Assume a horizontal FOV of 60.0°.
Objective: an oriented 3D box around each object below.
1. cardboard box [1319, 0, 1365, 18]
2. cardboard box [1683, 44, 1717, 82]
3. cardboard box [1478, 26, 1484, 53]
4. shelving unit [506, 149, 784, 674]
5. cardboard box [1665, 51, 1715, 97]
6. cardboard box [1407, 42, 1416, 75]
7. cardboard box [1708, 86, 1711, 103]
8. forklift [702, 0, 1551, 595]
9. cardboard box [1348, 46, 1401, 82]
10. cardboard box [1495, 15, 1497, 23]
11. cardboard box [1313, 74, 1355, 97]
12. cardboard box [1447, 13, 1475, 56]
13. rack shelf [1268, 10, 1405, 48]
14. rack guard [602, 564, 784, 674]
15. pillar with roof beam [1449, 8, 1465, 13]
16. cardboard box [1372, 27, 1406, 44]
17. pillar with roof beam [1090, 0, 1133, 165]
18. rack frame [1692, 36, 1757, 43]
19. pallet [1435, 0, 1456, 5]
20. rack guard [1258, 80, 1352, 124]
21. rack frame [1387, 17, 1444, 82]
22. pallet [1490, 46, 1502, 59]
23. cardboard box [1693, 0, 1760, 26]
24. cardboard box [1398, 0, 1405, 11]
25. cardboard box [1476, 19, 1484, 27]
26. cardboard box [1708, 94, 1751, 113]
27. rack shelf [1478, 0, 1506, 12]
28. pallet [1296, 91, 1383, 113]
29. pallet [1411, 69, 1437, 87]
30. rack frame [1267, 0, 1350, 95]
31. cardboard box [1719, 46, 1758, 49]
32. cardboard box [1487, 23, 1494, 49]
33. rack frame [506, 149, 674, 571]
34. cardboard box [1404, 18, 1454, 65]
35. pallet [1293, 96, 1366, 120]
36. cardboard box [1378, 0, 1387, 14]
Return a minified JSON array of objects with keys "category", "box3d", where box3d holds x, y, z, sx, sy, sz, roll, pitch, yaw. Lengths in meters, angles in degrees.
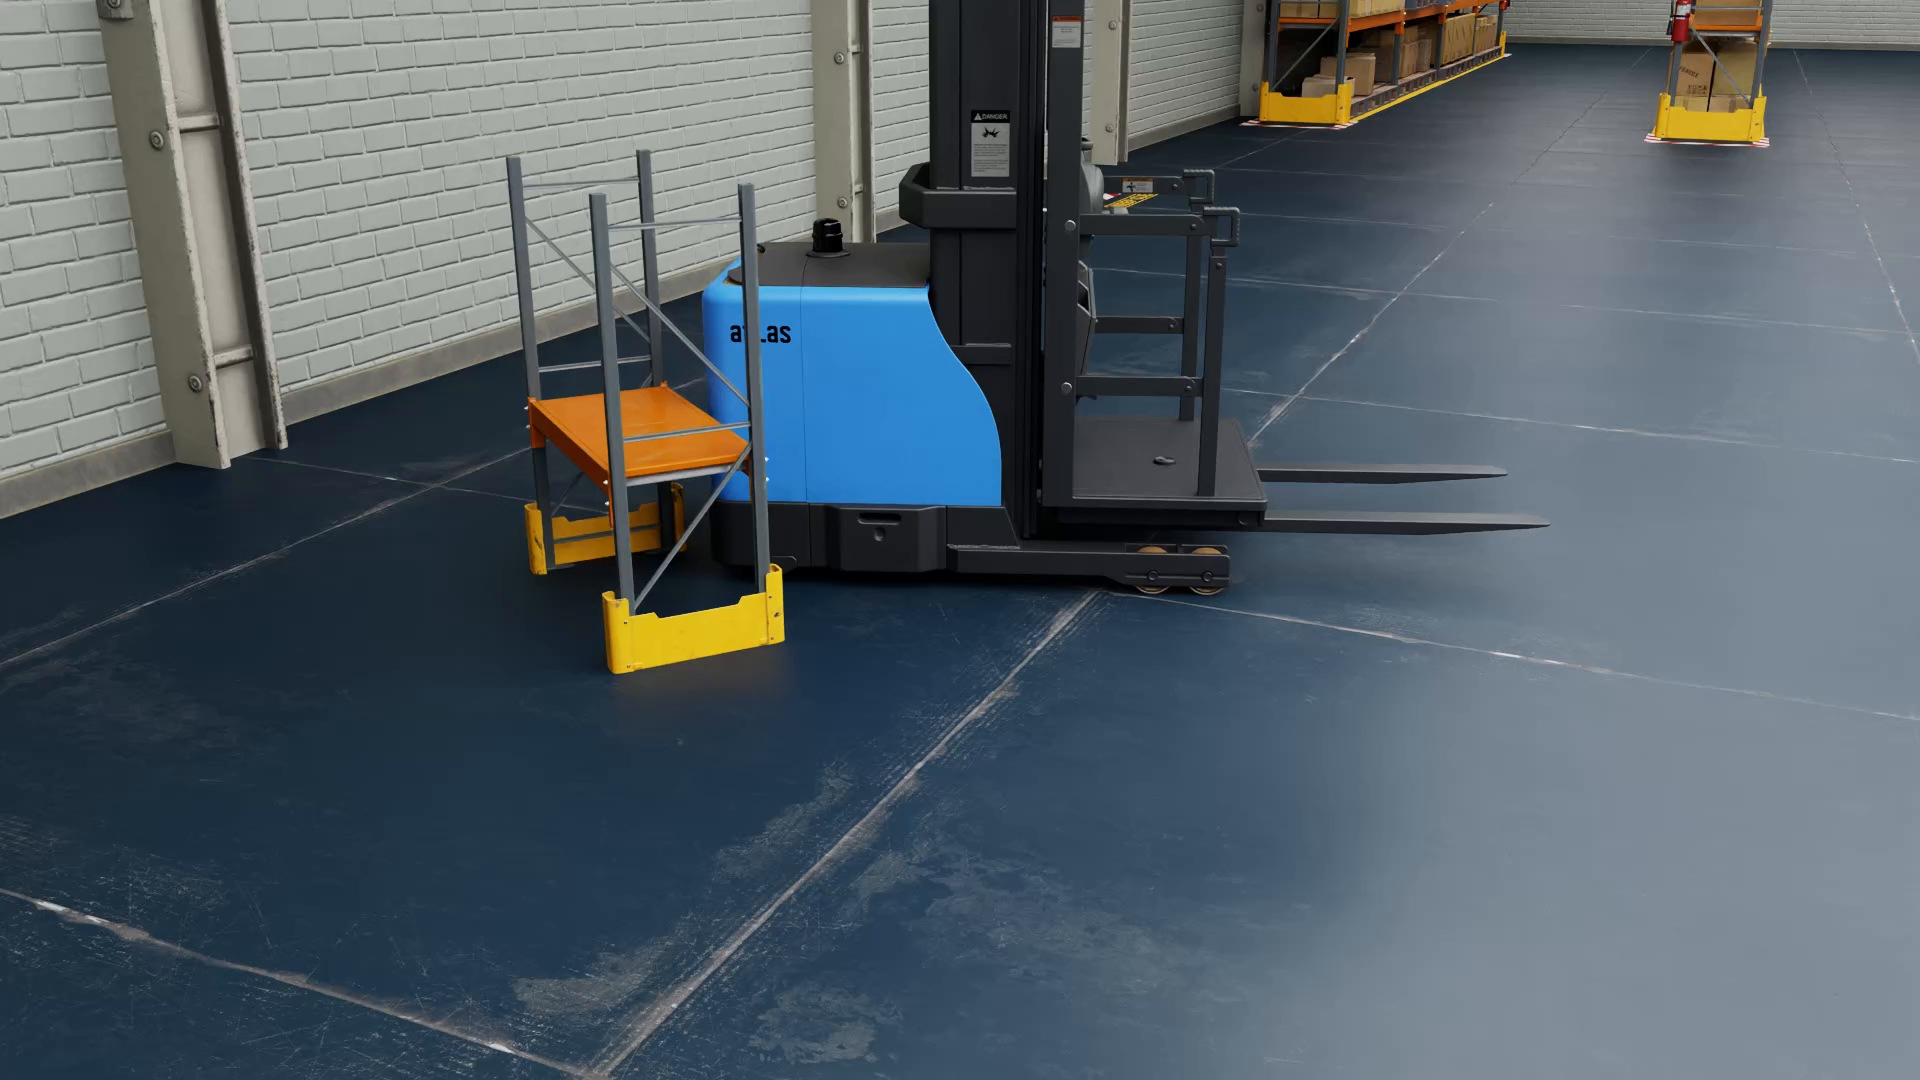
[{"category":"cardboard box","box3d":[5.041,-7.022,21.930,0.500,0.250,0.500,8,21,21]},{"category":"cardboard box","box3d":[9.826,-6.373,22.269,0.500,0.500,0.500,9,21,23]},{"category":"cardboard box","box3d":[10.074,-10.033,33.309,0.700,0.500,0.500,8,21,22]},{"category":"shelving unit","box3d":[-1.088,-0.485,5.595,0.587,1.500,1.083,-10,22,-26]},{"category":"cardboard box","box3d":[9.021,-5.759,20.544,0.500,0.500,0.500,9,21,23]},{"category":"cardboard box","box3d":[7.086,-7.928,27.358,0.700,0.500,0.500,8,21,22]},{"category":"cardboard box","box3d":[9.626,-5.866,21.963,0.500,0.250,0.500,9,21,23]},{"category":"forklift","box3d":[0.627,-1.368,5.942,3.031,2.935,1.130,1,20,3]},{"category":"cardboard box","box3d":[6.476,-7.457,26.034,0.700,0.500,0.500,9,22,25]},{"category":"cardboard box","box3d":[11.022,-10.902,34.784,0.380,0.149,0.250,8,21,22]},{"category":"cardboard box","box3d":[5.150,-6.291,23.038,0.500,0.311,0.500,11,22,27]},{"category":"cardboard box","box3d":[9.318,-9.614,31.607,0.750,0.750,0.750,9,21,23]},{"category":"rack shelf","box3d":[5.371,-7.250,23.451,1.077,0.370,4.000,9,21,23]},{"category":"rack guard","box3d":[-0.856,0.252,5.388,0.587,0.250,0.087,-10,22,-26]},{"category":"pillar with roof beam","box3d":[15.348,-15.048,35.353,9.100,9.000,0.400,9,21,23]},{"category":"cardboard box","box3d":[6.863,-8.105,26.737,0.500,0.250,0.500,8,21,21]},{"category":"pillar with roof beam","box3d":[5.520,-7.712,14.723,9.100,9.000,0.400,9,21,23]},{"category":"rack frame","box3d":[12.348,-8.744,26.580,1.000,3.000,0.127,9,21,23]},{"category":"pallet","box3d":[7.633,-9.100,27.867,1.213,0.211,1.003,9,21,23]},{"category":"rack guard","box3d":[4.583,-5.823,22.096,1.175,0.500,0.348,9,21,23]},{"category":"rack frame","box3d":[7.828,-9.423,28.488,1.000,3.000,0.127,9,21,23]},{"category":"pallet","box3d":[10.847,-10.299,35.115,1.003,0.211,1.213,9,21,23]},{"category":"cardboard box","box3d":[9.275,-6.487,20.083,0.700,0.500,0.500,9,21,23]},{"category":"cardboard box","box3d":[6.272,-7.952,24.548,0.500,0.250,0.500,9,21,23]},{"category":"cardboard box","box3d":[10.172,-10.266,32.993,0.380,0.149,0.250,9,22,25]},{"category":"cardboard box","box3d":[9.495,-5.335,20.469,0.500,0.250,0.500,9,21,23]},{"category":"rack shelf","box3d":[10.285,-10.918,33.766,1.077,0.370,4.000,9,21,23]},{"category":"pallet","box3d":[5.449,-6.302,23.874,1.003,0.211,1.213,9,21,23]},{"category":"pallet","box3d":[7.506,-7.870,28.284,1.003,0.211,1.213,9,21,23]},{"category":"rack frame","box3d":[4.552,-6.977,21.612,1.000,3.000,0.127,9,21,23]},{"category":"cardboard box","box3d":[10.112,-6.146,21.632,0.500,0.500,0.500,9,21,23]},{"category":"cardboard box","box3d":[10.703,-10.508,34.643,0.700,0.500,0.500,8,21,23]},{"category":"rack frame","box3d":[-1.319,-0.633,6.011,0.500,1.500,0.032,-10,22,-26]},{"category":"cardboard box","box3d":[8.248,-8.815,29.359,0.750,0.750,0.750,8,21,22]},{"category":"pallet","box3d":[4.948,-5.930,22.829,1.003,0.211,1.213,9,21,23]},{"category":"cardboard box","box3d":[5.664,-7.492,23.251,0.500,0.250,0.500,9,21,23]}]
